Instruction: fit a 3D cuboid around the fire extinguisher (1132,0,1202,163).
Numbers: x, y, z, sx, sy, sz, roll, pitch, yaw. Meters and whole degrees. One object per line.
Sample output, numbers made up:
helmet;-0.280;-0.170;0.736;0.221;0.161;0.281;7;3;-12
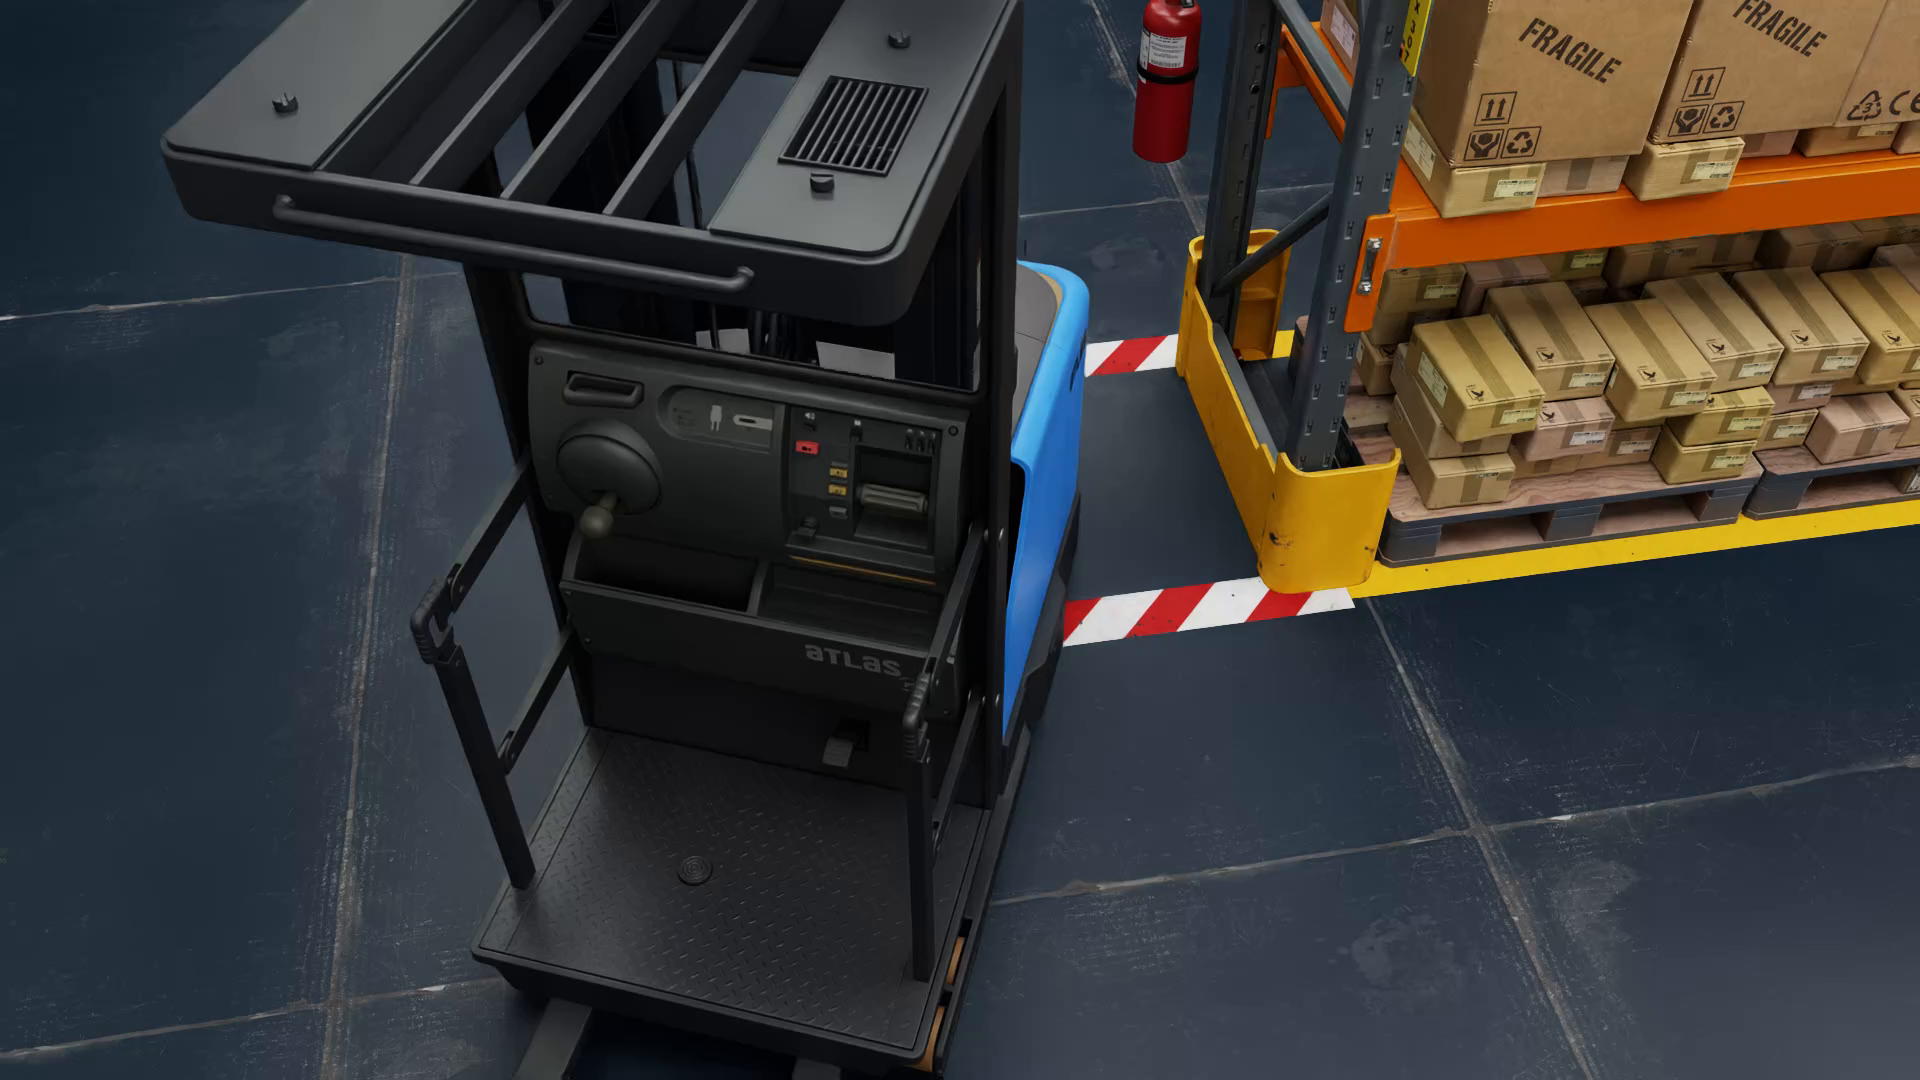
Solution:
fire extinguisher;0.613;-1.434;4.862;0.183;0.674;0.296;-7;46;-7

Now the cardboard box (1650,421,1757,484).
cardboard box;2.268;-0.367;5.209;0.250;0.149;0.380;-7;46;-6

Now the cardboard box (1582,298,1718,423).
cardboard box;2.035;-0.540;4.962;0.250;0.149;0.380;-7;47;-7

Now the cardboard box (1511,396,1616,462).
cardboard box;1.779;-0.430;5.063;0.250;0.149;0.380;-7;47;-7

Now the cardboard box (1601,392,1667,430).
cardboard box;2.005;-0.523;5.152;0.250;0.149;0.380;-7;46;-6

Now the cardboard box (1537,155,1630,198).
cardboard box;1.558;-1.075;4.377;0.250;0.149;0.380;-6;46;-5

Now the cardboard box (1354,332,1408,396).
cardboard box;1.423;-0.663;5.494;0.250;0.149;0.380;-6;46;-6

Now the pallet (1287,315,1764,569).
pallet;1.821;-0.411;5.499;1.213;0.211;1.003;-7;46;-7

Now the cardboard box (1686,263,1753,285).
cardboard box;2.431;-0.959;5.573;0.250;0.149;0.380;-6;46;-6

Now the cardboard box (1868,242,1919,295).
cardboard box;3.038;-0.755;5.169;0.250;0.149;0.380;-7;46;-7

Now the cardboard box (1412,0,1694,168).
cardboard box;1.429;-1.291;4.135;0.500;0.500;0.500;-5;46;-5

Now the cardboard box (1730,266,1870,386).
cardboard box;2.540;-0.656;5.074;0.250;0.149;0.380;-5;46;-5

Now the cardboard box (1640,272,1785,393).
cardboard box;2.265;-0.629;5.048;0.250;0.149;0.380;-9;47;-9

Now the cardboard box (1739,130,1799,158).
cardboard box;2.065;-1.199;4.497;0.250;0.149;0.380;-5;46;-5

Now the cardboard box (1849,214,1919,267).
cardboard box;2.962;-1.079;5.482;0.250;0.149;0.380;-7;46;-7

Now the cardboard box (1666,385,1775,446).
cardboard box;2.276;-0.477;5.108;0.250;0.149;0.380;-6;46;-6

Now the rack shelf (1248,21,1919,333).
rack shelf;2.910;-1.290;4.910;4.000;0.370;1.077;-7;46;-7

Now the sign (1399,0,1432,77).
sign;1.032;-1.209;3.731;0.005;0.325;0.100;-7;46;-7

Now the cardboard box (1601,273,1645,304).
cardboard box;2.205;-0.846;5.464;0.250;0.149;0.380;-8;47;-7

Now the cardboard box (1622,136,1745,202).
cardboard box;1.832;-1.070;4.372;0.250;0.149;0.380;-8;47;-8

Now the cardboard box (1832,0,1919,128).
cardboard box;2.437;-1.426;4.265;0.500;0.500;0.500;-7;46;-6

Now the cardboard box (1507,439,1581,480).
cardboard box;1.754;-0.378;5.219;0.250;0.149;0.380;-7;47;-7

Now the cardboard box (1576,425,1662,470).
cardboard box;1.998;-0.413;5.254;0.250;0.149;0.380;-7;46;-6

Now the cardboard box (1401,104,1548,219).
cardboard box;1.315;-1.014;4.319;0.250;0.149;0.380;-7;47;-7

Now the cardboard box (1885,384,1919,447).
cardboard box;3.032;-0.487;5.325;0.250;0.149;0.380;-7;46;-7

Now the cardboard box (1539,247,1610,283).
cardboard box;1.909;-1.014;5.419;0.250;0.149;0.380;-8;47;-8

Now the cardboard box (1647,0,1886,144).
cardboard box;1.952;-1.375;4.216;0.500;0.500;0.500;-7;46;-7

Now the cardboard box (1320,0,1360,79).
cardboard box;1.213;-1.448;4.736;0.250;0.149;0.380;-7;46;-7

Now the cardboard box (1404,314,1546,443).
cardboard box;1.514;-0.480;4.905;0.250;0.149;0.380;-9;47;-9

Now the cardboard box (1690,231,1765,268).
cardboard box;2.430;-1.073;5.476;0.250;0.149;0.380;-6;46;-5

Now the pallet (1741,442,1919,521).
pallet;3.020;-0.558;5.641;1.213;0.211;1.003;-7;46;-7

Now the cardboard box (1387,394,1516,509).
cardboard box;1.510;-0.288;5.132;0.250;0.149;0.380;-6;46;-6

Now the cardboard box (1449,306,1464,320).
cardboard box;1.678;-0.815;5.434;0.250;0.149;0.380;-8;47;-8

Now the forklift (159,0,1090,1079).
forklift;-0.496;-0.054;3.267;1.130;2.935;3.031;10;47;10

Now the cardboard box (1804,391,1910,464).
cardboard box;2.764;-0.435;5.274;0.250;0.149;0.380;-9;47;-9

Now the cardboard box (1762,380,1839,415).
cardboard box;2.522;-0.577;5.204;0.250;0.149;0.380;-9;47;-9

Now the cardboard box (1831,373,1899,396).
cardboard box;2.782;-0.640;5.265;0.250;0.149;0.380;-5;46;-5

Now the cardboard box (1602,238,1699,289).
cardboard box;2.175;-1.001;5.406;0.250;0.149;0.380;-9;47;-8

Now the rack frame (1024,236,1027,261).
rack frame;0.187;-0.487;5.094;0.006;0.900;0.240;1;46;1

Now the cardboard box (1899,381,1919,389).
cardboard box;3.050;-0.666;5.290;0.250;0.149;0.380;-5;46;-5

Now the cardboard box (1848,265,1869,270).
cardboard box;2.953;-1.031;5.642;0.250;0.149;0.380;-7;46;-6

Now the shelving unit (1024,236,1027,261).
shelving unit;0.086;-0.490;5.096;0.210;0.900;0.258;1;46;1

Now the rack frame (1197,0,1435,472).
rack frame;0.939;-1.294;4.414;0.127;3.000;1.000;-7;46;-7

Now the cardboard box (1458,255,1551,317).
cardboard box;1.675;-0.892;5.301;0.250;0.149;0.380;-6;46;-6

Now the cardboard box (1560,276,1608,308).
cardboard box;1.923;-0.886;5.502;0.250;0.149;0.380;-9;47;-8

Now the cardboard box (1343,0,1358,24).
cardboard box;1.338;-1.670;4.500;0.500;0.500;0.500;-6;46;-6

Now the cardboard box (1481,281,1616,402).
cardboard box;1.765;-0.600;5.020;0.250;0.149;0.380;-6;46;-6

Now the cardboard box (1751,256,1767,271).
cardboard box;2.686;-0.977;5.590;0.250;0.149;0.380;-5;46;-5

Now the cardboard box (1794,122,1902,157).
cardboard box;2.336;-1.215;4.512;0.250;0.149;0.380;-8;47;-7

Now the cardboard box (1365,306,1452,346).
cardboard box;1.411;-0.821;5.440;0.250;0.149;0.380;-8;47;-8

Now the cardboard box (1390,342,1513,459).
cardboard box;1.499;-0.436;5.069;0.250;0.149;0.380;-5;46;-5

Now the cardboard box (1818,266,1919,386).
cardboard box;2.807;-0.656;5.074;0.250;0.149;0.380;-6;46;-6

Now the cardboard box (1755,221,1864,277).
cardboard box;2.709;-1.027;5.431;0.250;0.149;0.380;-9;47;-8

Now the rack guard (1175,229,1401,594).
rack guard;1.014;-0.436;5.323;0.348;0.500;1.175;-7;46;-7

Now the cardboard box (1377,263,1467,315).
cardboard box;1.418;-0.902;5.311;0.250;0.149;0.380;-7;46;-6

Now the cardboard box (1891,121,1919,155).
cardboard box;2.584;-1.225;4.522;0.250;0.149;0.380;-8;47;-8

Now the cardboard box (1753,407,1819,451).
cardboard box;2.503;-0.466;5.304;0.250;0.149;0.380;-7;46;-7
